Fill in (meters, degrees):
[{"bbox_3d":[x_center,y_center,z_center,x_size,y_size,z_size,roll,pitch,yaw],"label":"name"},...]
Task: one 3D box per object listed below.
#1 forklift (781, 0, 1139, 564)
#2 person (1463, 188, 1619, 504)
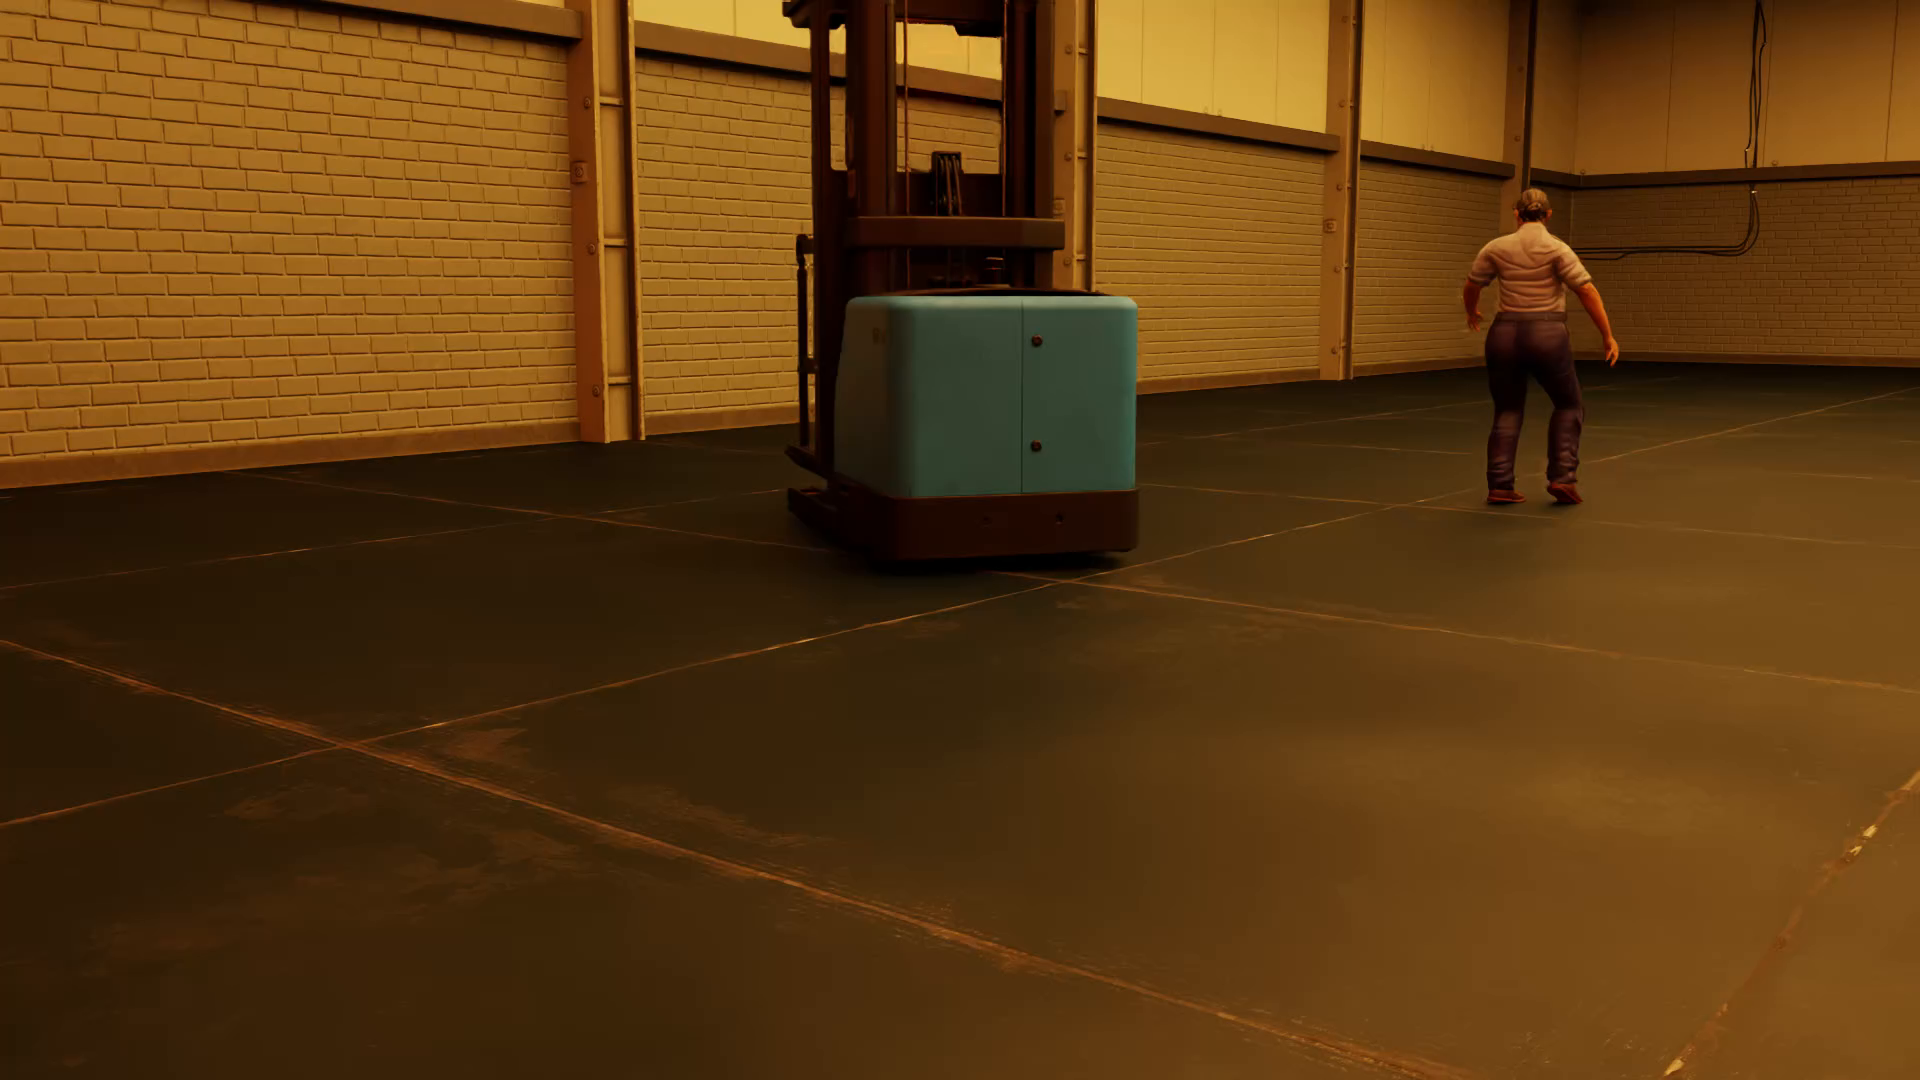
[{"bbox_3d":[-0.200,-1.530,7.739,1.130,2.935,3.031,-3,9,-17],"label":"forklift"},{"bbox_3d":[2.991,-0.975,8.670,0.880,1.680,0.491,7,11,42],"label":"person"}]
